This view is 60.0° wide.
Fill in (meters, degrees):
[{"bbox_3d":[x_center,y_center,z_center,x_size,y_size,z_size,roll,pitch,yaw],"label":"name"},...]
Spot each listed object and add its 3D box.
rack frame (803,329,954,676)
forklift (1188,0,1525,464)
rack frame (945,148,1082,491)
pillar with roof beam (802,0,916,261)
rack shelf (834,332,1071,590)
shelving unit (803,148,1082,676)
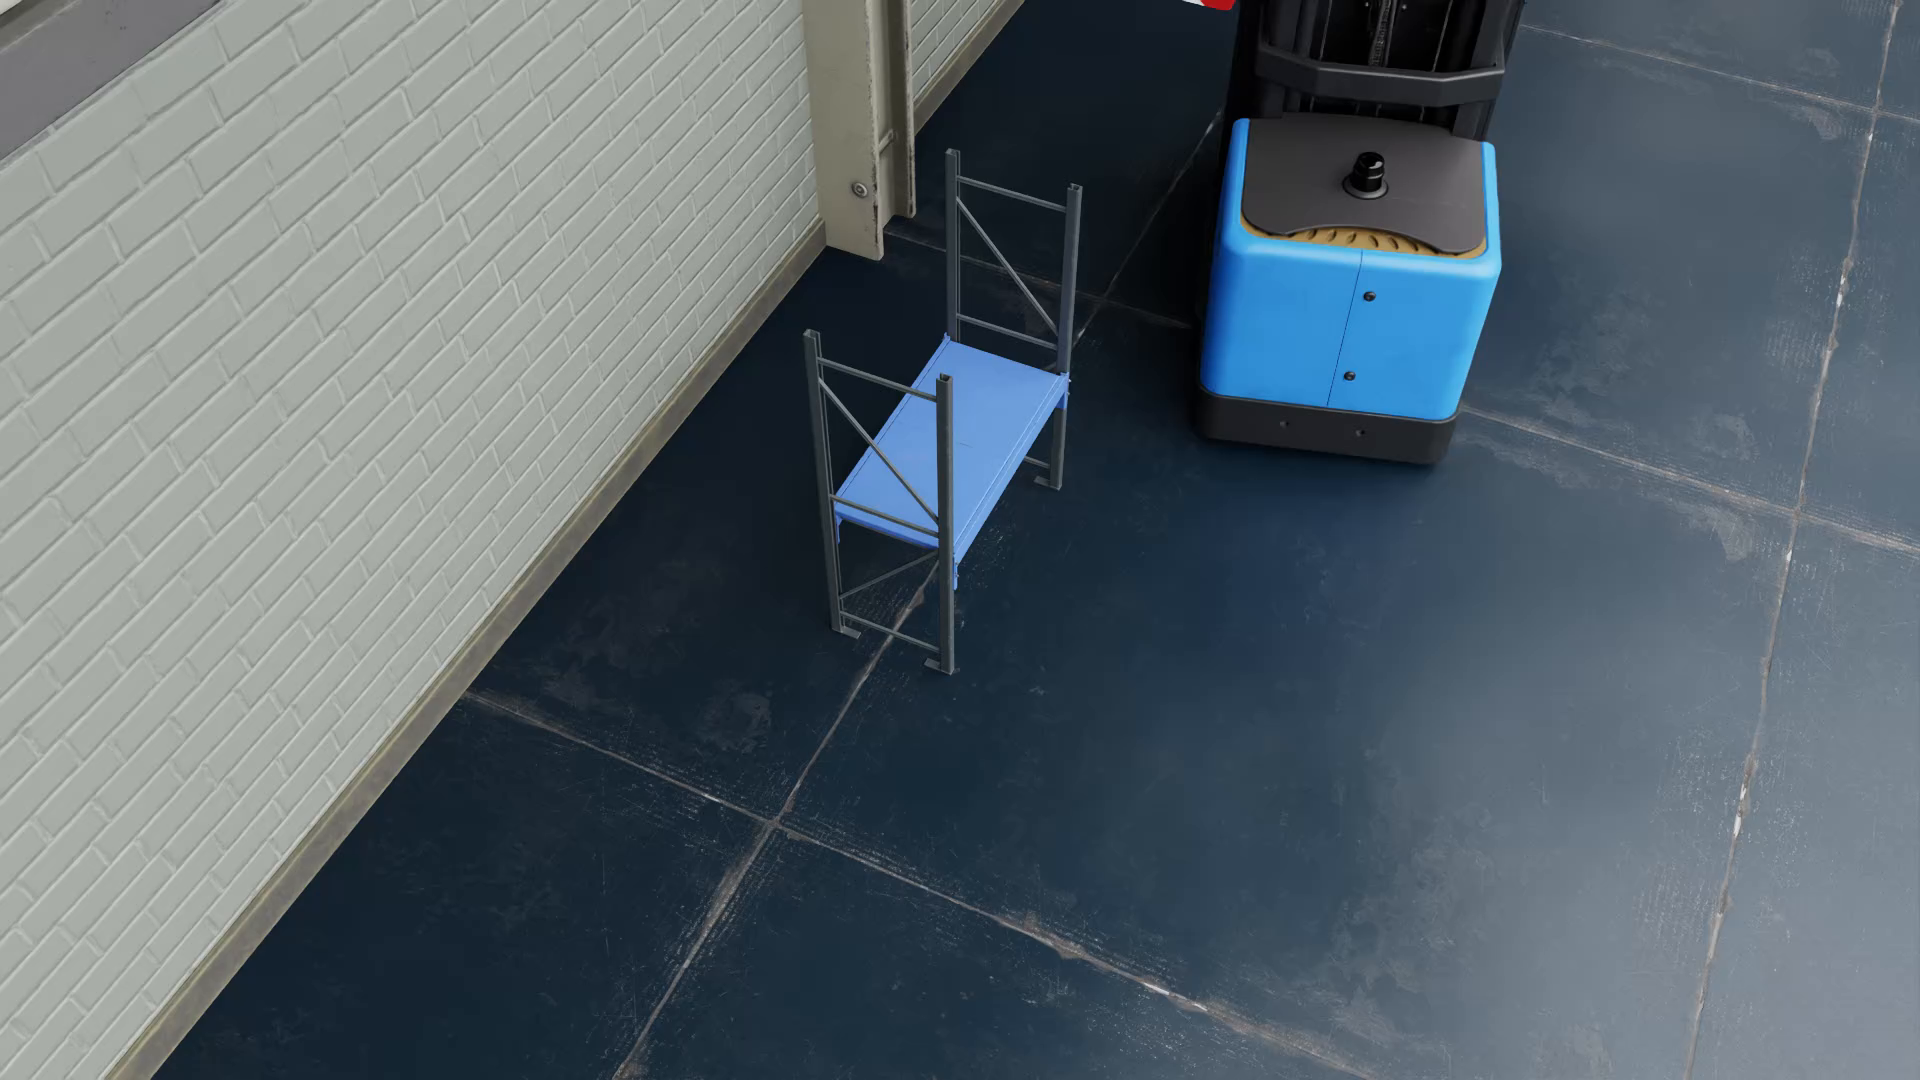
[{"bbox_3d":[-0.254,-0.077,5.646,0.500,1.500,0.032,20,52,16],"label":"rack frame"},{"bbox_3d":[1.709,-2.401,6.684,1.130,2.935,3.031,7,50,6],"label":"forklift"},{"bbox_3d":[0.181,-0.777,6.242,0.500,1.500,0.032,20,52,16],"label":"rack frame"},{"bbox_3d":[3.463,-2.987,3.198,9.100,9.000,0.400,20,52,16],"label":"pillar with roof beam"},{"bbox_3d":[-0.036,-0.311,6.081,0.538,0.185,1.000,20,52,16],"label":"rack shelf"},{"bbox_3d":[-0.036,-0.427,5.944,0.538,1.500,1.048,20,52,16],"label":"shelving unit"}]
